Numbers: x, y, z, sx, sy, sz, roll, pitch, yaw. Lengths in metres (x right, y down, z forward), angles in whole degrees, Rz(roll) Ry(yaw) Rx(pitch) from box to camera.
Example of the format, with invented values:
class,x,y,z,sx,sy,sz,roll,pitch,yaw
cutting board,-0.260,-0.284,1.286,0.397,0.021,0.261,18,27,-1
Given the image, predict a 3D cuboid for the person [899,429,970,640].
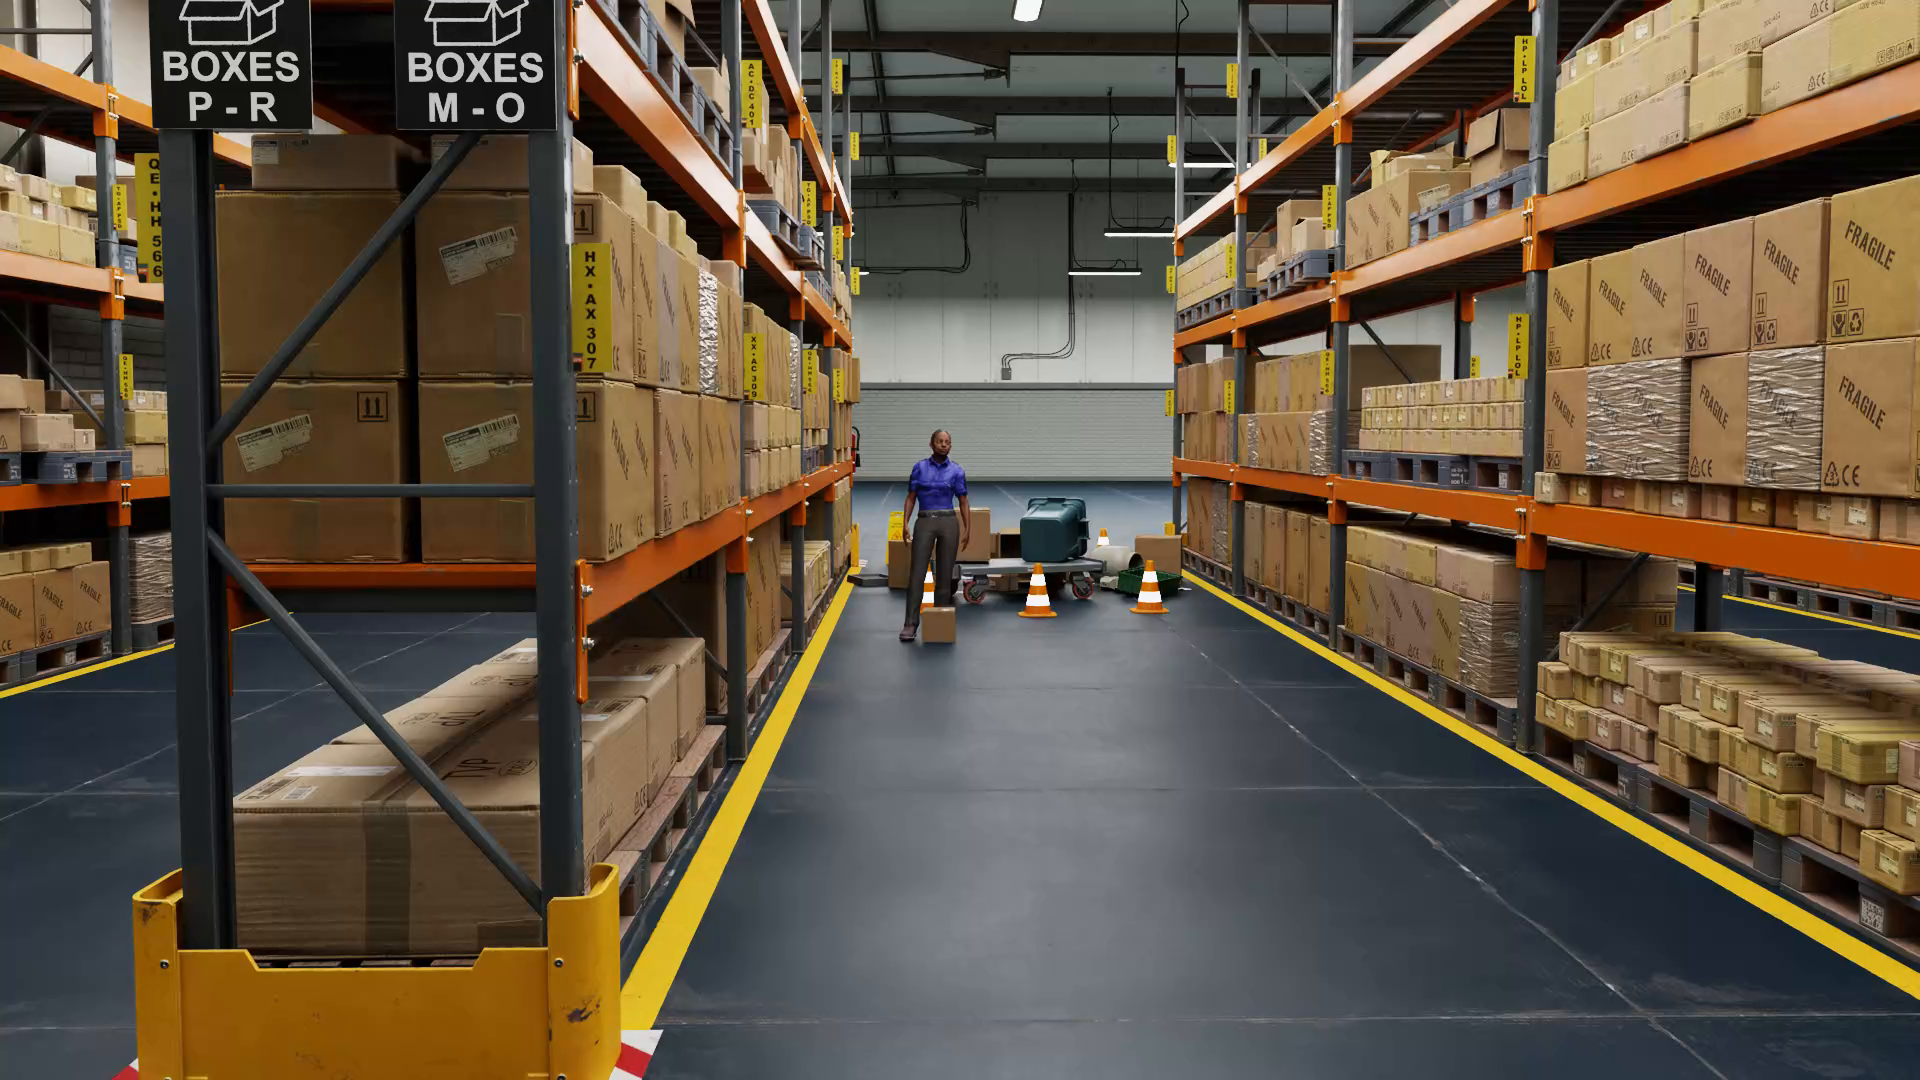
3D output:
class,x,y,z,sx,sy,sz,roll,pitch,yaw
person,-0.201,-0.054,13.203,0.568,1.655,0.503,0,4,-1
